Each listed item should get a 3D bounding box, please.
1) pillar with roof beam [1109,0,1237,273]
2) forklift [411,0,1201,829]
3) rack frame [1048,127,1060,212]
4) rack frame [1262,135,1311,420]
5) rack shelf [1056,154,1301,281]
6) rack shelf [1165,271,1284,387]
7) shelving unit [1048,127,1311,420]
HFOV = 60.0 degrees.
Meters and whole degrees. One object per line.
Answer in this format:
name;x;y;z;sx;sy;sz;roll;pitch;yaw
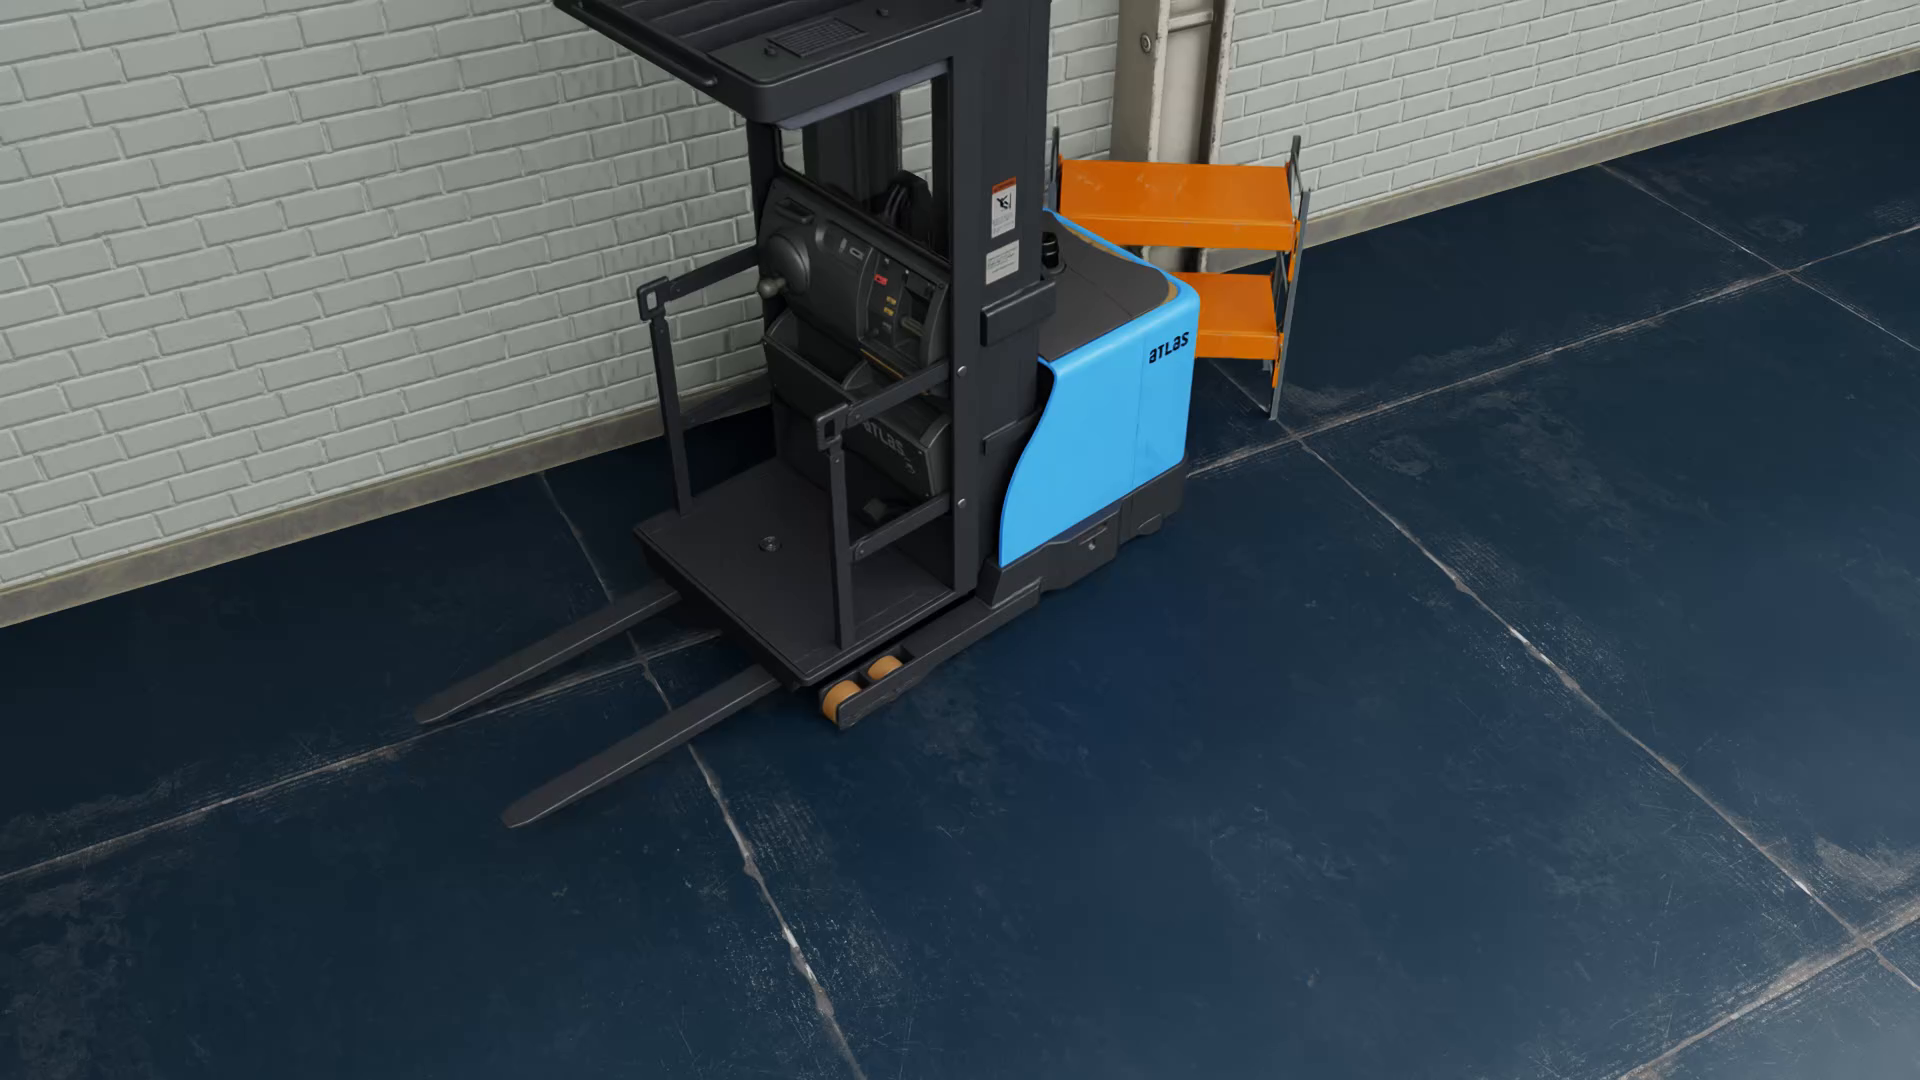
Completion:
pillar with roof beam;2.917;-2.092;2.257;0.400;9.000;9.100;-19;44;-21
forklift;-0.525;-0.833;5.465;3.031;2.935;1.130;-30;48;-30
rack frame;0.393;-1.170;7.262;0.032;1.125;0.500;3;40;3
rack frame;1.407;-1.124;7.207;0.032;1.125;0.500;3;40;3
rack shelf;0.900;-1.370;7.045;1.000;0.278;0.538;3;40;3
rack shelf;0.900;-0.960;7.392;1.000;0.278;0.538;3;40;3
shelving unit;0.900;-1.147;7.234;1.048;1.125;0.538;3;40;3
